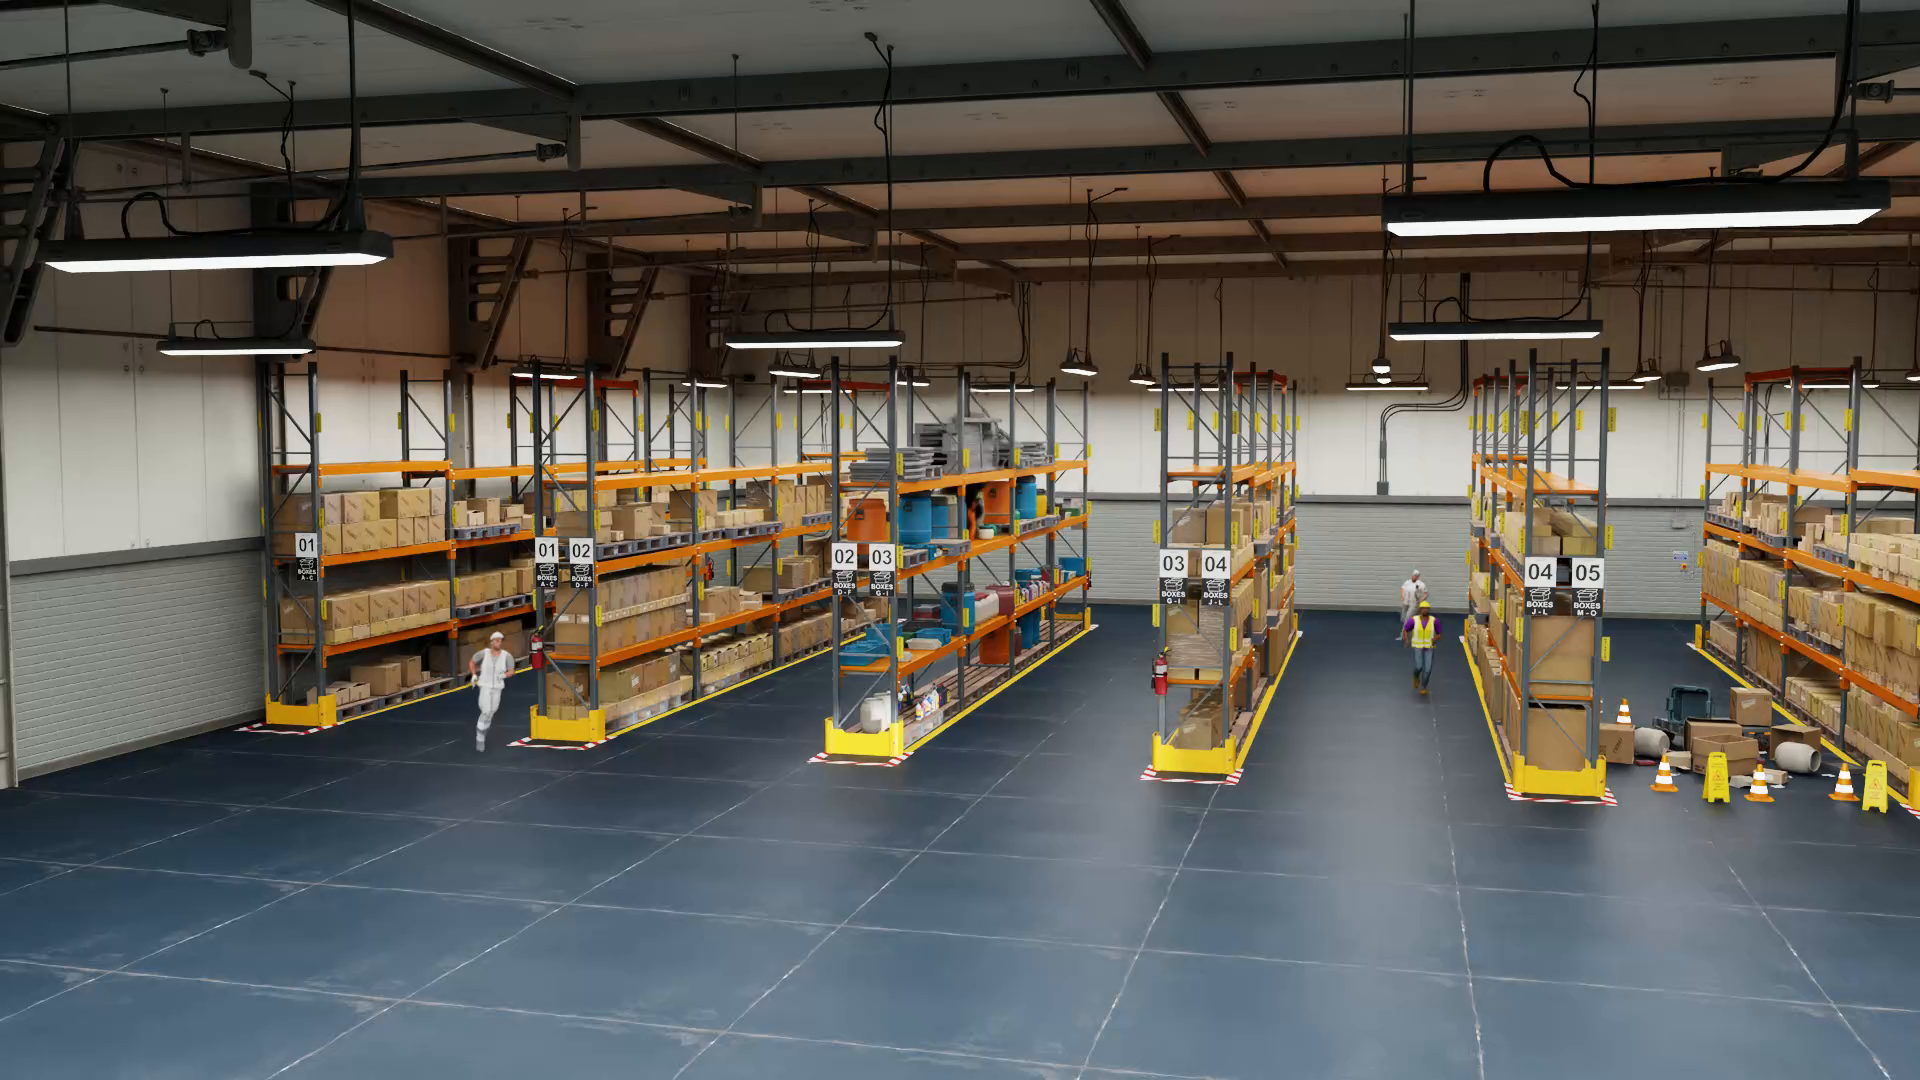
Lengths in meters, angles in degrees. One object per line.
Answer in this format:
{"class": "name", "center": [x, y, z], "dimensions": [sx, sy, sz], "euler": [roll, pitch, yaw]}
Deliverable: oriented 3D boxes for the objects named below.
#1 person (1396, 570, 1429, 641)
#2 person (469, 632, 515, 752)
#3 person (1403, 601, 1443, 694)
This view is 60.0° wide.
{"class": "person", "center": [10.422, 1.502, 38.276], "dimensions": [0.655, 1.634, 0.730], "euler": [3, 5, 40]}
{"class": "person", "center": [-7.212, 2.325, 25.673], "dimensions": [0.660, 1.819, 0.706], "euler": [-2, 5, -31]}
{"class": "person", "center": [8.531, 1.988, 30.611], "dimensions": [0.698, 1.720, 0.576], "euler": [1, 4, 10]}
